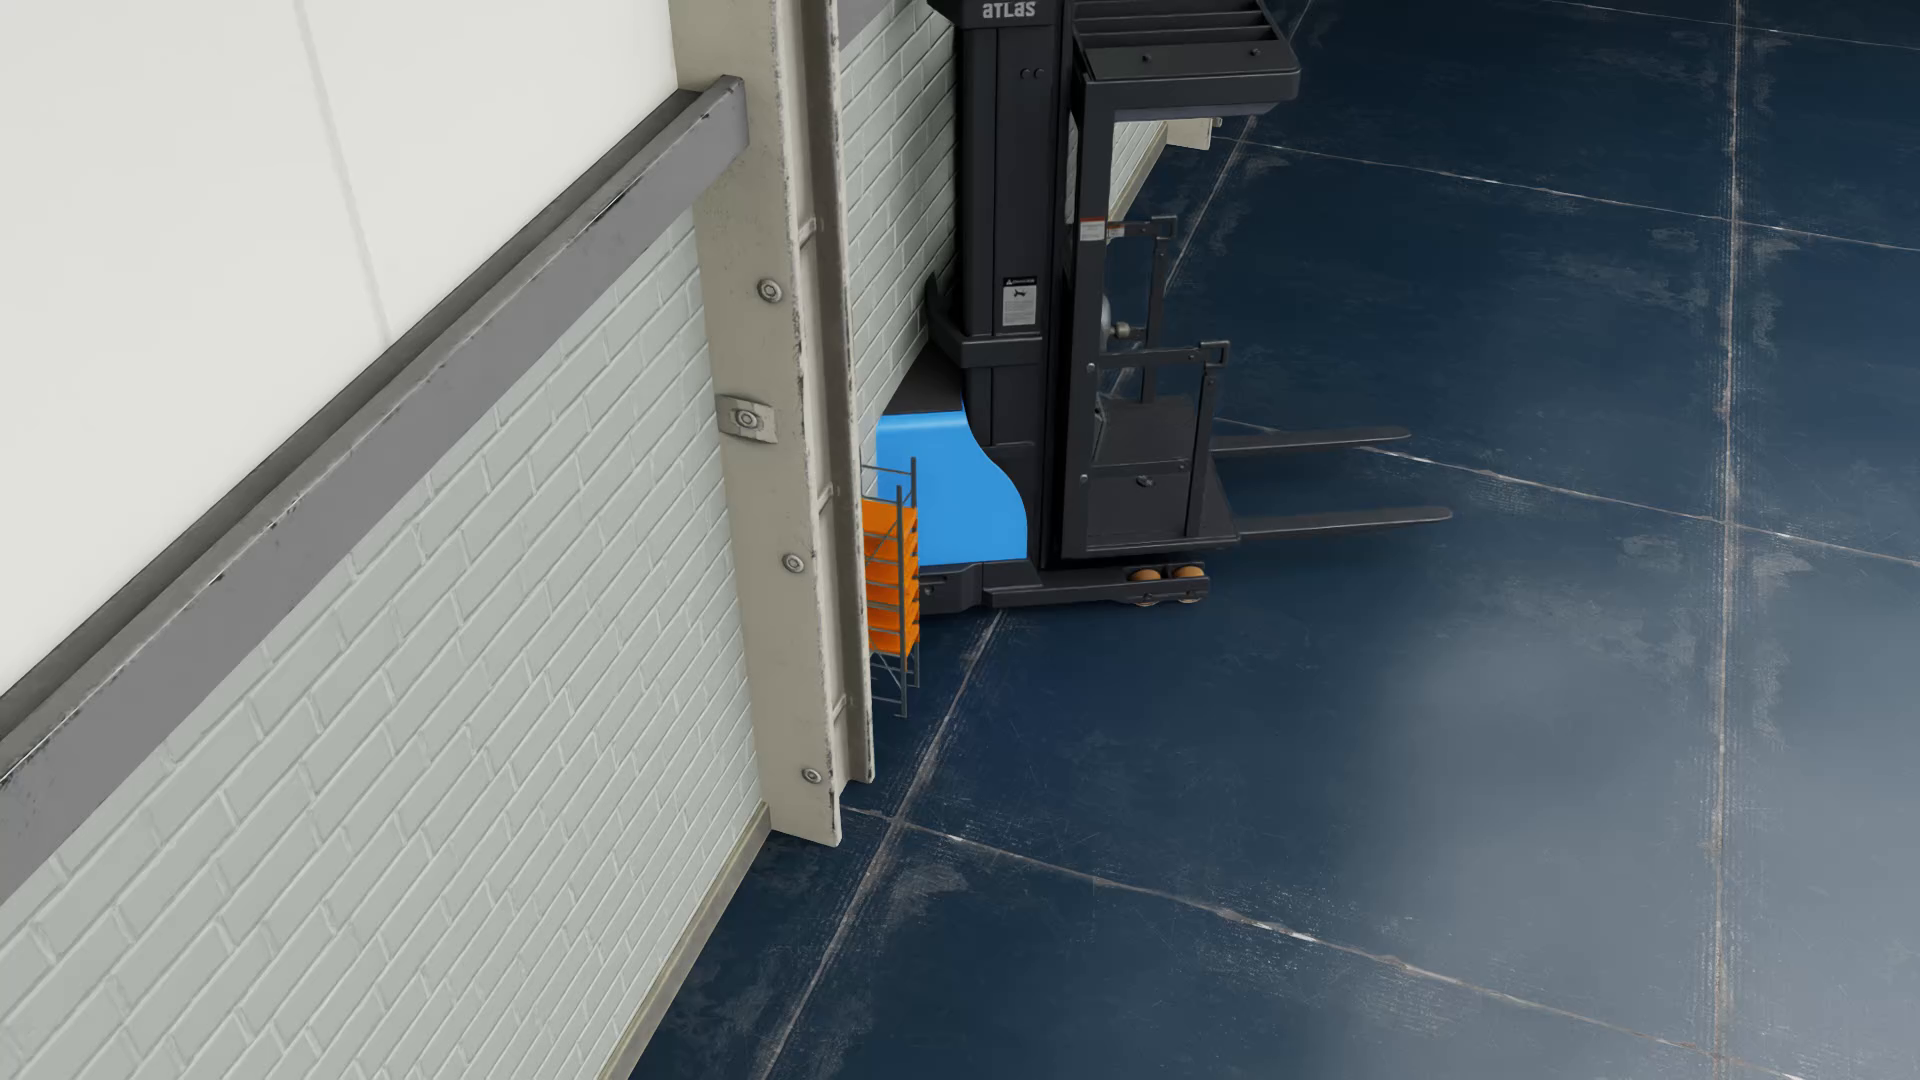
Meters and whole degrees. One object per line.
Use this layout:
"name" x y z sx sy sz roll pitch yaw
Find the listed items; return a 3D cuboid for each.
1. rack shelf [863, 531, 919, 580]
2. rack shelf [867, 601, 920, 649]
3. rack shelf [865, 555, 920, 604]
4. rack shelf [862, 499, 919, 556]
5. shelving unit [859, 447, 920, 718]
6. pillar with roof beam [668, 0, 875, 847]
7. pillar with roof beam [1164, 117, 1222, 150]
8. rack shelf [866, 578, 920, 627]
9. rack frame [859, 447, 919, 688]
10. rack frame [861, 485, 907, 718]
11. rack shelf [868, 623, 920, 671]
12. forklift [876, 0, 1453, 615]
"rack shelf" -0.307 0.040 6.428 0.258 0.103 0.180 10 40 12
"rack shelf" -0.309 0.318 6.656 0.258 0.103 0.180 10 40 12
"rack shelf" -0.307 0.133 6.504 0.258 0.103 0.180 10 40 12
"rack shelf" -0.306 -0.053 6.353 0.258 0.103 0.180 10 40 12
"shelving unit" -0.308 0.191 6.552 0.258 1.200 0.189 10 40 12
"pillar with roof beam" 3.498 -1.452 2.472 9.100 9.000 0.400 13 42 15
"pillar with roof beam" 5.550 -5.111 6.761 9.100 9.000 0.400 13 42 15
"rack shelf" -0.308 0.225 6.580 0.258 0.103 0.180 10 40 12
"rack frame" -0.284 0.135 6.621 0.240 1.200 0.006 10 40 12
"rack frame" -0.332 0.247 6.484 0.240 1.200 0.006 10 40 12
"rack shelf" -0.310 0.411 6.732 0.258 0.103 0.180 10 40 12
"forklift" 0.681 -1.161 6.806 3.031 2.935 1.130 -4 41 -5
